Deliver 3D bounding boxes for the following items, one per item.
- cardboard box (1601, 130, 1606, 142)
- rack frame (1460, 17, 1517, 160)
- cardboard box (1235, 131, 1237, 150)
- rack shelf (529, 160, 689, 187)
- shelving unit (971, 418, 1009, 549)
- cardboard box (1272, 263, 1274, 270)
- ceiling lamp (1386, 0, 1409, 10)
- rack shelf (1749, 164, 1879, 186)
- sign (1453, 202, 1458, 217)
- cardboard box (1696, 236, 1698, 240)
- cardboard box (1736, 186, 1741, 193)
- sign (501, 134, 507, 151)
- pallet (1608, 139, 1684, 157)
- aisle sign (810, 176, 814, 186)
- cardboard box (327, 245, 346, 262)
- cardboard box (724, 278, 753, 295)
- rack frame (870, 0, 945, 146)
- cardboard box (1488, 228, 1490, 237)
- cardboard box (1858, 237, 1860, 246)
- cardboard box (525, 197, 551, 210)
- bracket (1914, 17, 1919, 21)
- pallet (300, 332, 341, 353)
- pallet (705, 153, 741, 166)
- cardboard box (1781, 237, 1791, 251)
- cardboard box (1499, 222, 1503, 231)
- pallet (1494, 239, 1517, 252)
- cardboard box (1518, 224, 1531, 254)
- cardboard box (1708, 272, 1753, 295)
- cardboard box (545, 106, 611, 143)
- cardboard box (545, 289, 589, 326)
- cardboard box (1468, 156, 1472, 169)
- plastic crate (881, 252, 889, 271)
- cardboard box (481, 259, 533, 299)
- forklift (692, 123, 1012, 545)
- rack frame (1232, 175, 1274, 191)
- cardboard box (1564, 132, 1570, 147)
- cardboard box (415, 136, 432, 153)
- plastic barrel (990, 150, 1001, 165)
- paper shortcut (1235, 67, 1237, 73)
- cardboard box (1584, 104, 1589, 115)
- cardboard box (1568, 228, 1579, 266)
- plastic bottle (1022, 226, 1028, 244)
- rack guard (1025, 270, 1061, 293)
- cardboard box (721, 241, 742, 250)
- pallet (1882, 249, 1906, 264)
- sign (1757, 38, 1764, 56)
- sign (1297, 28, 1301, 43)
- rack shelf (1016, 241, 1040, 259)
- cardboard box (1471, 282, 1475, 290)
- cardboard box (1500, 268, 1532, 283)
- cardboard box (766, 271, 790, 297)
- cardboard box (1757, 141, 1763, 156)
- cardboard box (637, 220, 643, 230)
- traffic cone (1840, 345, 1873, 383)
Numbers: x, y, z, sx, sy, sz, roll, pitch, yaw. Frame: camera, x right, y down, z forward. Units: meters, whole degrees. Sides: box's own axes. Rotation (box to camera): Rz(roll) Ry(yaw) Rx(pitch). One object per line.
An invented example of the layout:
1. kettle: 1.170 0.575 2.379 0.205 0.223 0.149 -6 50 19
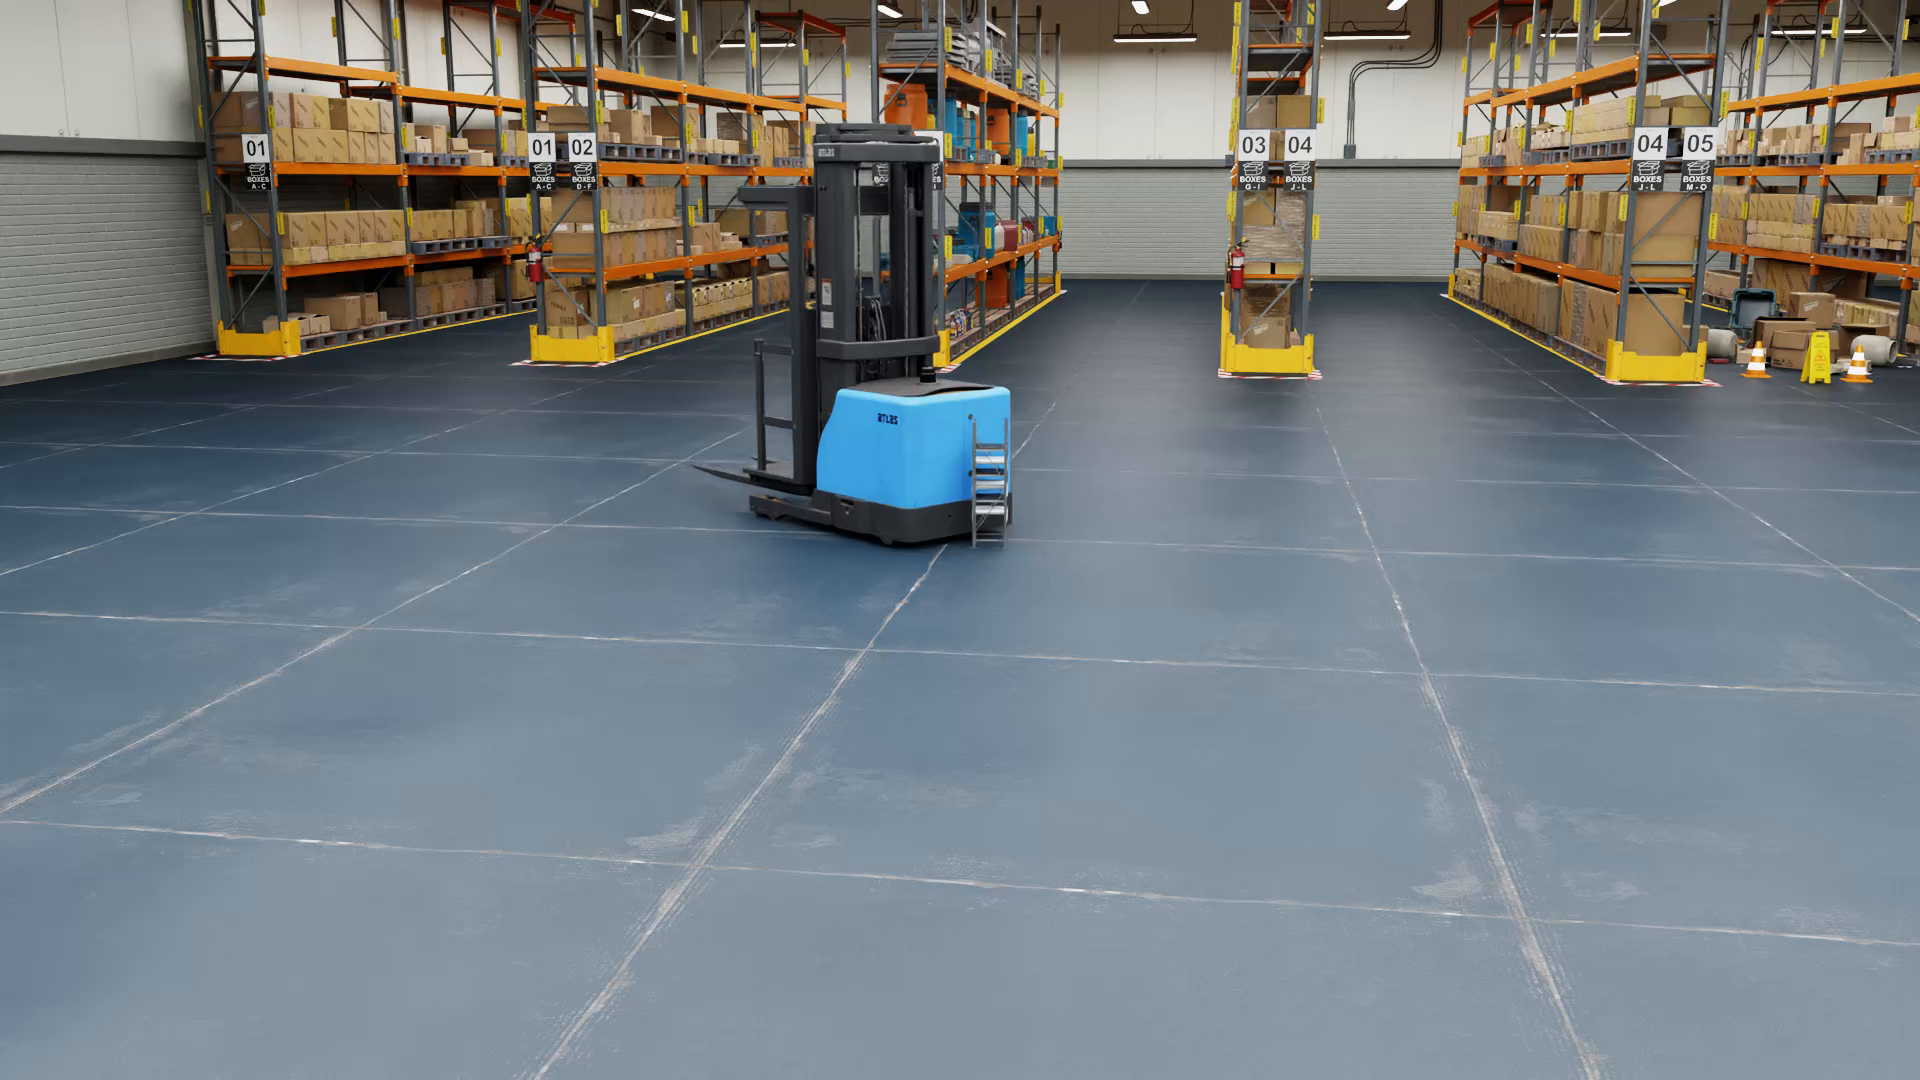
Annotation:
1. cardboard box: 8.988 -5.515 22.706 0.380 0.149 0.250 2 12 9
2. rack frame: 11.536 -9.836 36.274 1.000 3.000 0.127 2 12 9
3. cardboard box: 4.942 -6.879 28.251 0.500 0.500 0.500 2 12 7
4. rack shelf: -5.290 -5.607 25.479 1.077 0.370 4.000 2 12 9
5. shelving unit: 0.211 -0.399 11.708 0.258 0.900 0.210 0 12 2
6. cardboard box: 4.655 -3.944 23.768 0.380 0.149 0.250 2 12 9
7. ceiling lamp: 8.630 -11.775 31.418 0.800 3.185 2.000 2 12 9
8. rack shelf: 15.520 -6.630 30.223 1.077 0.370 4.000 2 12 9
9. sign: 11.000 -7.344 36.896 0.100 0.325 0.005 2 12 9
10. cardboard box: 16.085 -6.722 35.828 0.500 0.500 0.500 2 12 8
11. cardboard box: 15.778 -7.017 33.281 0.380 0.149 0.250 2 12 8
12. sign: -8.727 -7.602 31.802 0.100 0.325 0.005 2 12 9
13. pallet: 9.179 -5.150 21.862 1.003 0.211 1.213 2 12 9
14. aisle sign: -3.417 -8.701 39.078 0.394 0.787 0.004 2 12 9
15. cardboard box: -9.954 -4.478 25.960 0.500 0.250 0.500 2 12 8
16. cardboard box: -4.205 -4.760 31.158 0.500 0.311 0.500 2 12 10
17. rack frame: -0.704 -6.847 22.407 1.000 3.000 0.127 2 12 9
18. cardboard box: 10.210 -5.814 31.451 0.380 0.149 0.250 2 12 8
19. cardboard box: 14.787 -4.837 26.917 0.380 0.149 0.250 2 12 11
20. cardboard box: -8.711 -6.881 34.029 0.500 0.250 0.500 2 12 7
21. bracket: 22.796 -12.508 40.127 0.076 0.066 5.218 2 12 9
22. pallet: -10.322 -3.056 25.675 1.003 0.211 1.213 2 12 9
23. pallet: -4.553 -6.738 29.469 1.003 0.211 1.213 2 12 11
24. cardboard box: 15.190 -5.350 30.055 0.500 0.250 0.500 2 12 8
25. cardboard box: 10.009 -5.694 30.187 0.380 0.149 0.250 2 12 10
26. pallet: 10.310 -5.296 29.903 1.213 0.211 1.003 2 12 9
27. cardboard box: 9.970 -5.202 28.775 0.500 0.500 0.500 2 12 9
28. cardboard box: 16.308 -5.385 34.947 0.875 0.438 0.875 2 12 10
29. cardboard box: -5.505 -5.986 23.956 0.797 0.503 0.637 3 12 13
30. cardboard box: -5.809 -3.425 24.516 0.500 0.500 0.500 2 12 9
31. cardboard box: 11.063 -7.994 35.203 0.500 0.250 0.500 1 12 7
32. plastic crate: -0.923 -3.956 23.583 0.499 0.251 0.616 2 12 9
33. cardboard box: -9.020 -5.204 33.128 0.750 0.750 0.750 2 12 8
34. forklift: -0.975 -1.646 12.675 1.130 2.935 3.031 -11 16 -41
35. rack frame: 6.651 -7.085 37.749 1.000 3.000 0.127 2 12 9
36. cardboard box: 9.641 -6.205 25.666 0.500 0.250 0.500 2 12 9
37. cardboard box: -9.620 -6.936 29.152 0.500 0.311 0.500 2 12 10
38. plastic barrel: 0.561 -6.707 29.201 0.301 0.262 0.301 0 12 0
39. paper shortcut: 5.105 -8.712 30.729 0.009 0.170 0.078 12 -17 6
40. cardboard box: 9.183 -6.169 23.849 0.380 0.149 0.250 2 12 8
41. cardboard box: 9.646 -4.401 24.940 0.875 0.550 0.550 2 12 9
42. plastic bottle: 1.295 -6.148 33.519 0.144 0.351 0.185 2 12 9
43. rack guard: 1.748 -6.029 38.782 1.175 0.500 0.348 2 12 9
44. cardboard box: -4.233 -5.422 30.631 0.380 0.149 0.250 2 12 9
45. pallet: 14.859 -4.327 25.404 1.003 0.211 1.213 2 12 9
46. sign: 15.283 -9.421 31.755 0.100 0.325 0.005 2 12 9
47. sign: 5.958 -8.832 29.211 0.100 0.325 0.005 2 12 9
48. rack shelf: 0.834 -5.645 32.774 1.077 0.370 4.000 2 12 9
49. cardboard box: 10.708 -5.217 34.143 0.380 0.149 0.250 1 12 7
50. cardboard box: 10.219 -4.844 30.508 0.500 0.250 0.500 2 12 9
51. cardboard box: -3.707 -5.248 34.115 0.500 0.500 0.500 2 12 9
52. cardboard box: 15.405 -7.444 31.618 0.396 0.266 0.258 2 12 8
53. cardboard box: -5.087 -4.837 25.539 0.380 0.149 0.250 2 12 9
54. traffic cone: 11.625 -2.290 21.519 0.336 0.463 0.334 2 12 9
